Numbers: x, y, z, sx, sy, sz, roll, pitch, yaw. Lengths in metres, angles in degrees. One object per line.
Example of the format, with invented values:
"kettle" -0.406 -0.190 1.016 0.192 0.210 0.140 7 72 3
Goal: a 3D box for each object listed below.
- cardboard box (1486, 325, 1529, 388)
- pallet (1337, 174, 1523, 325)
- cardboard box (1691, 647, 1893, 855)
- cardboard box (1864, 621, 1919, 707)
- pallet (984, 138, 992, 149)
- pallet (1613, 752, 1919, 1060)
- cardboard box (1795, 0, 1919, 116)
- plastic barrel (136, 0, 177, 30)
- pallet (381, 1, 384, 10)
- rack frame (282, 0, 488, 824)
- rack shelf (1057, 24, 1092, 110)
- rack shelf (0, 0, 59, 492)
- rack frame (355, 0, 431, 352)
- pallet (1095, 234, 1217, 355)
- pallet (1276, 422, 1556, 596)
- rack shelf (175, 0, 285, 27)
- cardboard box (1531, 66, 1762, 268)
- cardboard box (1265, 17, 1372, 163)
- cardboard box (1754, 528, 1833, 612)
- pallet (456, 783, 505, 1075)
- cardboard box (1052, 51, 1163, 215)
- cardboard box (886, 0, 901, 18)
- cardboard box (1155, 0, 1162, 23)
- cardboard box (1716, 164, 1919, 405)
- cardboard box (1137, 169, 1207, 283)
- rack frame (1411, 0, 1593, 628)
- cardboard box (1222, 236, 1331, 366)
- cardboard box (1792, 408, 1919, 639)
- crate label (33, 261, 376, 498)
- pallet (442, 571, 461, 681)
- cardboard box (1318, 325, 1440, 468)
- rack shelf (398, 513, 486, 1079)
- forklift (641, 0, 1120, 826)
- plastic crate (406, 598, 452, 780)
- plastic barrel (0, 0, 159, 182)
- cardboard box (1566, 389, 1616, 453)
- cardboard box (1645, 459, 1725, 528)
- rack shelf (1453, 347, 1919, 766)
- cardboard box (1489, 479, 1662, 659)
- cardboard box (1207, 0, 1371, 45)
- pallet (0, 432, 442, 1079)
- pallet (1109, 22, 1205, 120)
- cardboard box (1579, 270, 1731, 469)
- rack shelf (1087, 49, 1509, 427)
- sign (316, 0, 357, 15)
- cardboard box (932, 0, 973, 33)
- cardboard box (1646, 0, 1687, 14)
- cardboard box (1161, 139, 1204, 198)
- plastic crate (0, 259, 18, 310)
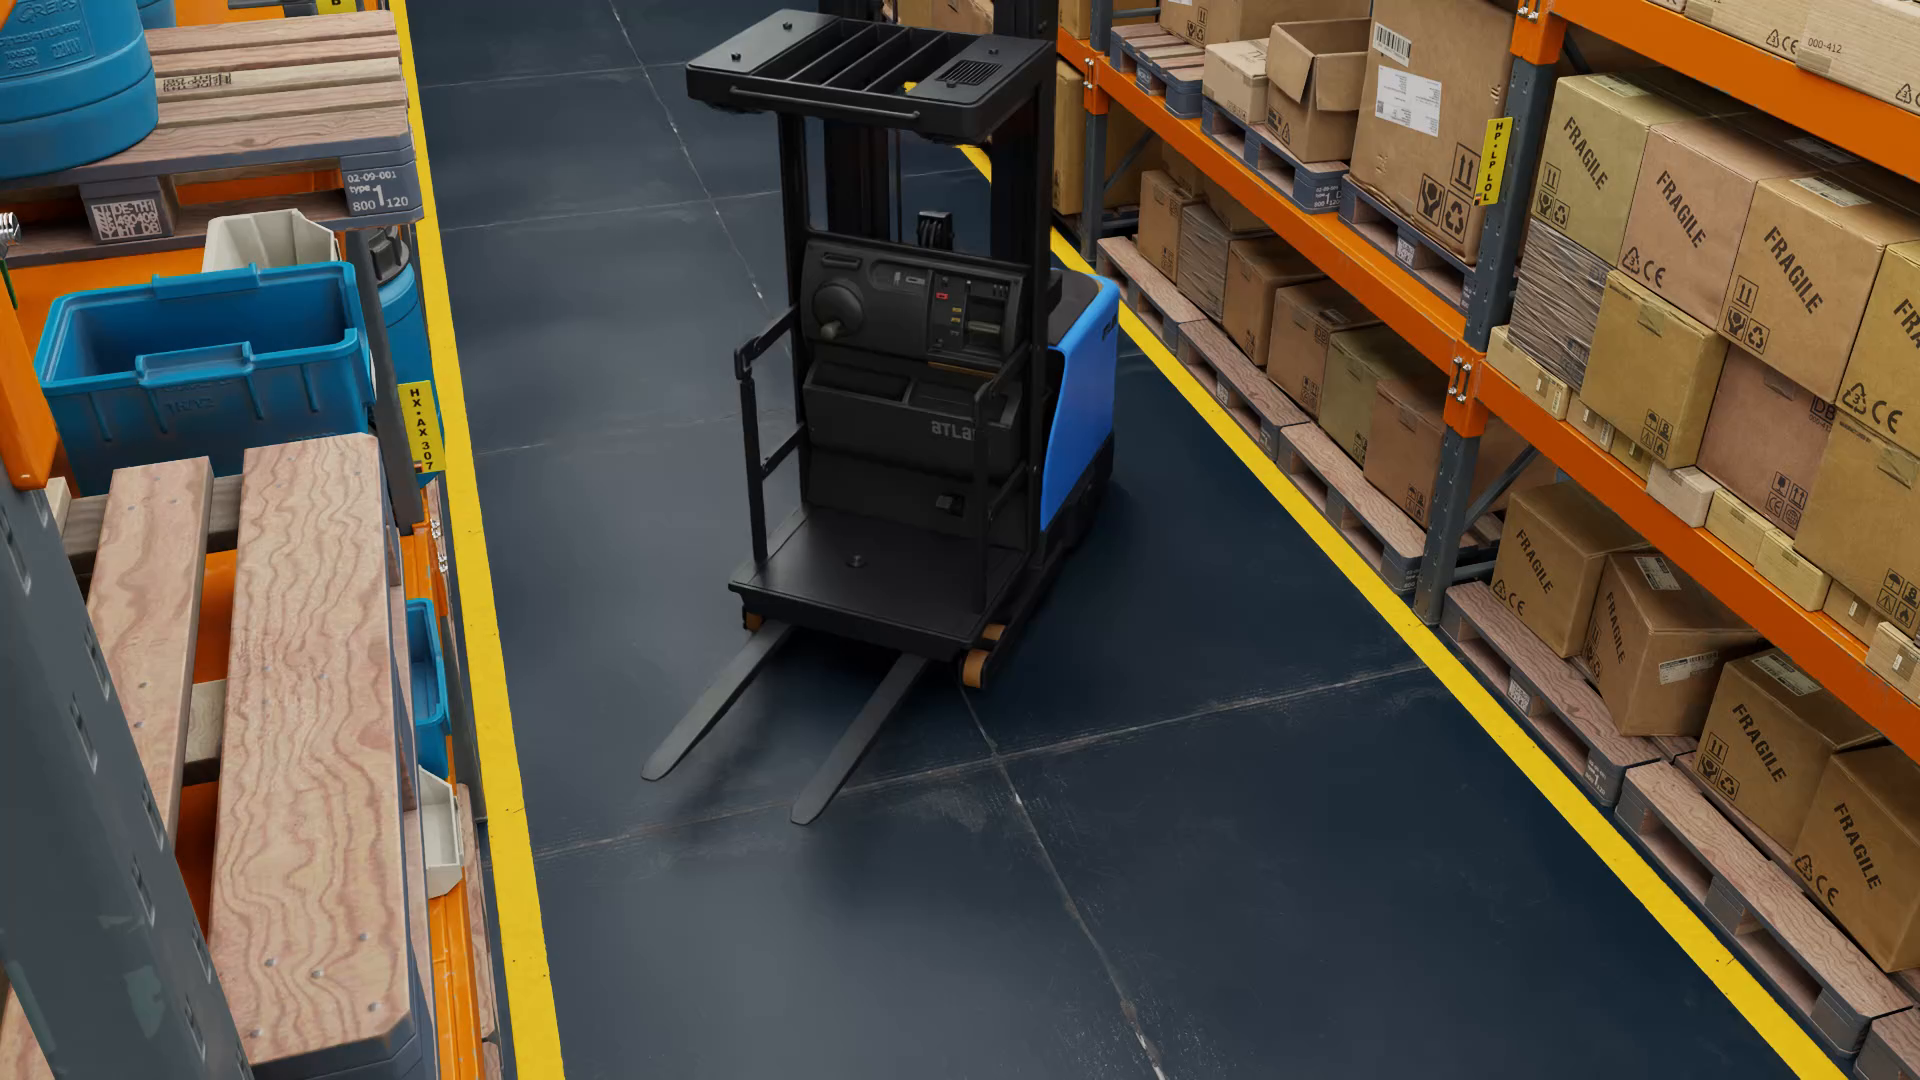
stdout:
"cardboard box" 2.249 -0.721 6.349 0.380 0.149 0.250 -10 35 -15
"pallet" 2.376 -1.335 7.224 1.003 0.211 1.213 -10 35 -15
"cardboard box" 3.000 0.707 5.846 0.500 0.500 0.500 -13 36 -19
"cardboard box" 2.849 0.331 4.757 0.380 0.149 0.250 -10 35 -15
"pallet" 0.713 -2.992 12.087 1.003 0.211 1.213 -10 35 -15
"pallet" 3.085 1.162 5.800 1.003 0.211 1.213 -10 35 -15
"cardboard box" 2.671 -1.359 4.502 0.500 0.250 0.500 -11 35 -17
"plastic barrel" -2.608 -1.848 4.650 0.600 0.901 0.708 -10 35 -15
"pallet" -5.324 -4.215 13.937 1.003 0.211 1.213 -10 35 -15
"rack frame" -2.247 -0.157 5.266 1.000 3.000 0.127 -10 35 -15
"rack shelf" 0.640 -3.840 11.492 1.077 0.370 4.000 -10 35 -15
"rack shelf" -1.637 -1.142 2.332 1.077 0.370 4.000 -10 35 -15
"rack frame" -3.467 -2.257 8.444 1.000 3.000 0.127 -10 35 -15
"pallet" 1.487 -1.516 9.852 1.003 0.211 1.213 -10 35 -15
"pallet" 2.231 -0.235 7.914 1.003 0.211 1.213 -10 35 -15
"rack shelf" -2.857 -2.158 6.227 1.077 0.370 4.000 -10 35 -15
"cardboard box" 2.365 -1.293 5.719 0.500 0.500 0.500 -10 35 -15
"cardboard box" 1.853 -2.102 7.736 0.797 0.503 0.637 -7 34 -10
"cardboard box" 2.720 0.064 5.160 0.380 0.149 0.250 -10 35 -15
"pallet" -2.081 1.366 5.491 1.003 0.211 1.213 -10 35 -15
"cardboard box" 1.059 -2.744 10.728 1.225 0.875 0.875 -12 35 -17
"cardboard box" -0.095 -4.838 13.898 0.875 0.875 0.875 -10 35 -15
"cardboard box" 1.361 -3.432 10.133 0.500 0.500 0.500 -9 35 -13
"cardboard box" 2.671 -0.769 4.925 0.500 0.500 0.500 -10 35 -15
"cardboard box" 1.474 -1.882 9.745 0.700 0.500 0.500 -12 35 -17
"rack frame" 2.470 -0.990 6.527 1.000 3.000 0.127 -10 35 -15
"cardboard box" 1.834 -1.296 8.859 0.700 0.500 0.500 -7 34 -11
"cardboard box" 3.029 -0.125 4.858 0.875 0.500 0.500 -10 35 -15
"crate label" -1.283 -0.284 2.873 0.502 0.251 0.408 -10 35 -15
"pallet" -2.523 0.601 6.649 1.003 0.211 1.213 -10 35 -15
"cardboard box" 2.176 -0.710 7.972 0.700 0.500 0.500 -10 35 -15
"rack shelf" -1.637 1.194 3.875 1.077 0.370 4.000 -10 35 -15
"forklift" -0.279 -0.877 6.419 1.130 2.935 3.031 13 36 18
"plastic crate" -1.650 0.441 4.497 0.499 0.251 0.616 -10 35 -15
"plastic barrel" -2.045 -1.252 3.367 0.600 0.901 0.708 -10 35 -15
"cardboard box" 2.416 -0.461 5.955 0.380 0.149 0.250 -10 35 -15
"cardboard box" 2.538 -0.193 5.550 0.380 0.149 0.250 -10 35 -15
"rack shelf" 3.080 0.361 5.136 1.077 0.370 4.000 -10 35 -15
"cardboard box" 2.554 0.095 6.772 0.500 0.500 0.500 -11 35 -16
"cardboard box" 1.718 -2.753 8.725 0.700 0.500 0.500 -5 34 -8
"pallet" -1.186 0.320 1.995 1.003 0.211 1.213 -10 35 -15
"pallet" 1.569 -2.653 9.219 1.213 0.211 1.003 -10 35 -15
"cardboard box" 2.668 -0.640 5.638 0.875 0.500 0.500 -10 35 -15
"rack shelf" 1.860 -1.739 8.314 1.077 0.370 4.000 -10 35 -15
"sign" -1.719 -1.498 4.568 0.100 0.325 0.005 -10 35 -15
"cardboard box" 0.518 -3.677 12.140 1.225 0.875 0.875 -11 35 -16
"cardboard box" 2.364 -1.899 5.318 0.500 0.250 0.500 -11 35 -17
"cardboard box" 1.483 -2.196 9.541 0.500 0.250 0.500 -9 34 -13
"plastic crate" -2.025 -0.445 3.175 0.336 0.188 0.450 -10 35 -15
